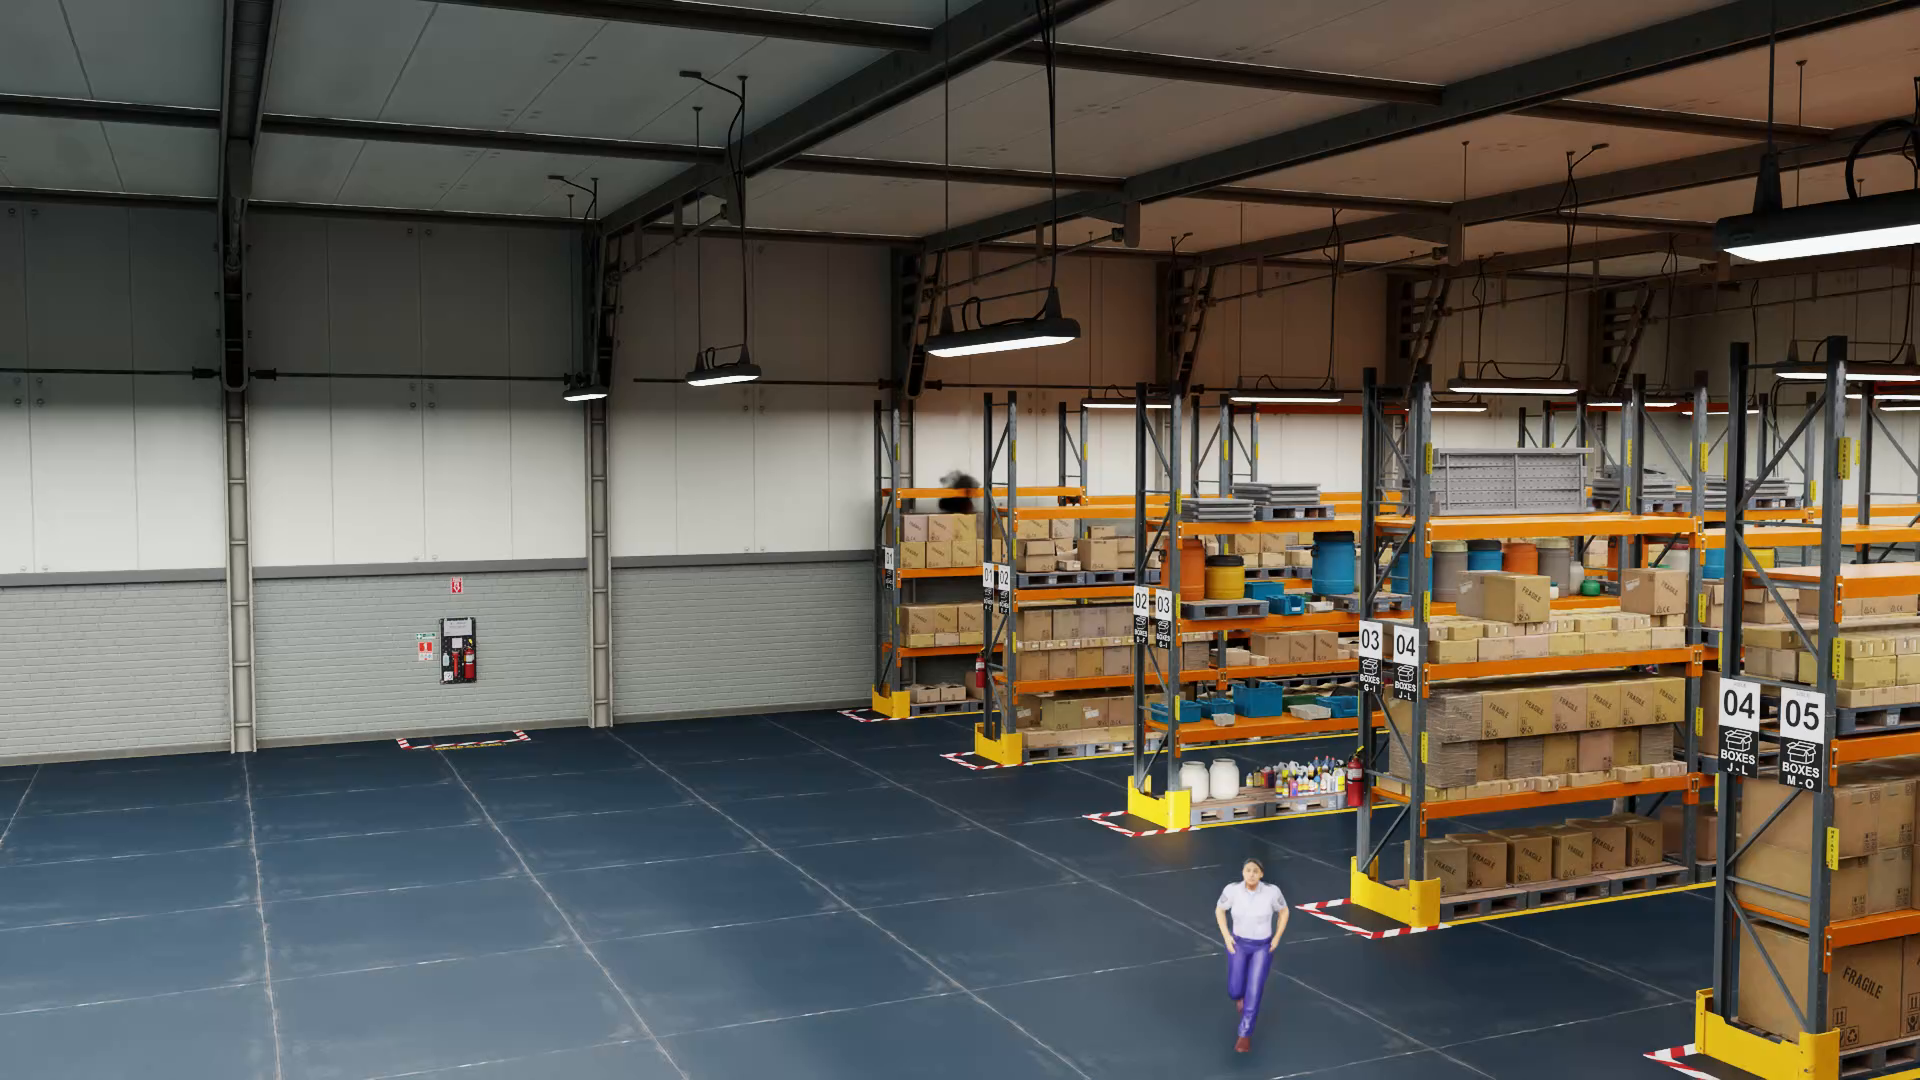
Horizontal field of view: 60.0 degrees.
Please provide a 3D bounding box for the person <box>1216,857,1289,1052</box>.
[{"bbox_3d":[2.527,3.535,14.400,0.629,1.628,0.711,1,3,14],"label":"person"}]

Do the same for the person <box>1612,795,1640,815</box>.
[{"bbox_3d":[9.125,3.003,22.731,0.917,1.685,0.678,-2,4,-32],"label":"person"}]
